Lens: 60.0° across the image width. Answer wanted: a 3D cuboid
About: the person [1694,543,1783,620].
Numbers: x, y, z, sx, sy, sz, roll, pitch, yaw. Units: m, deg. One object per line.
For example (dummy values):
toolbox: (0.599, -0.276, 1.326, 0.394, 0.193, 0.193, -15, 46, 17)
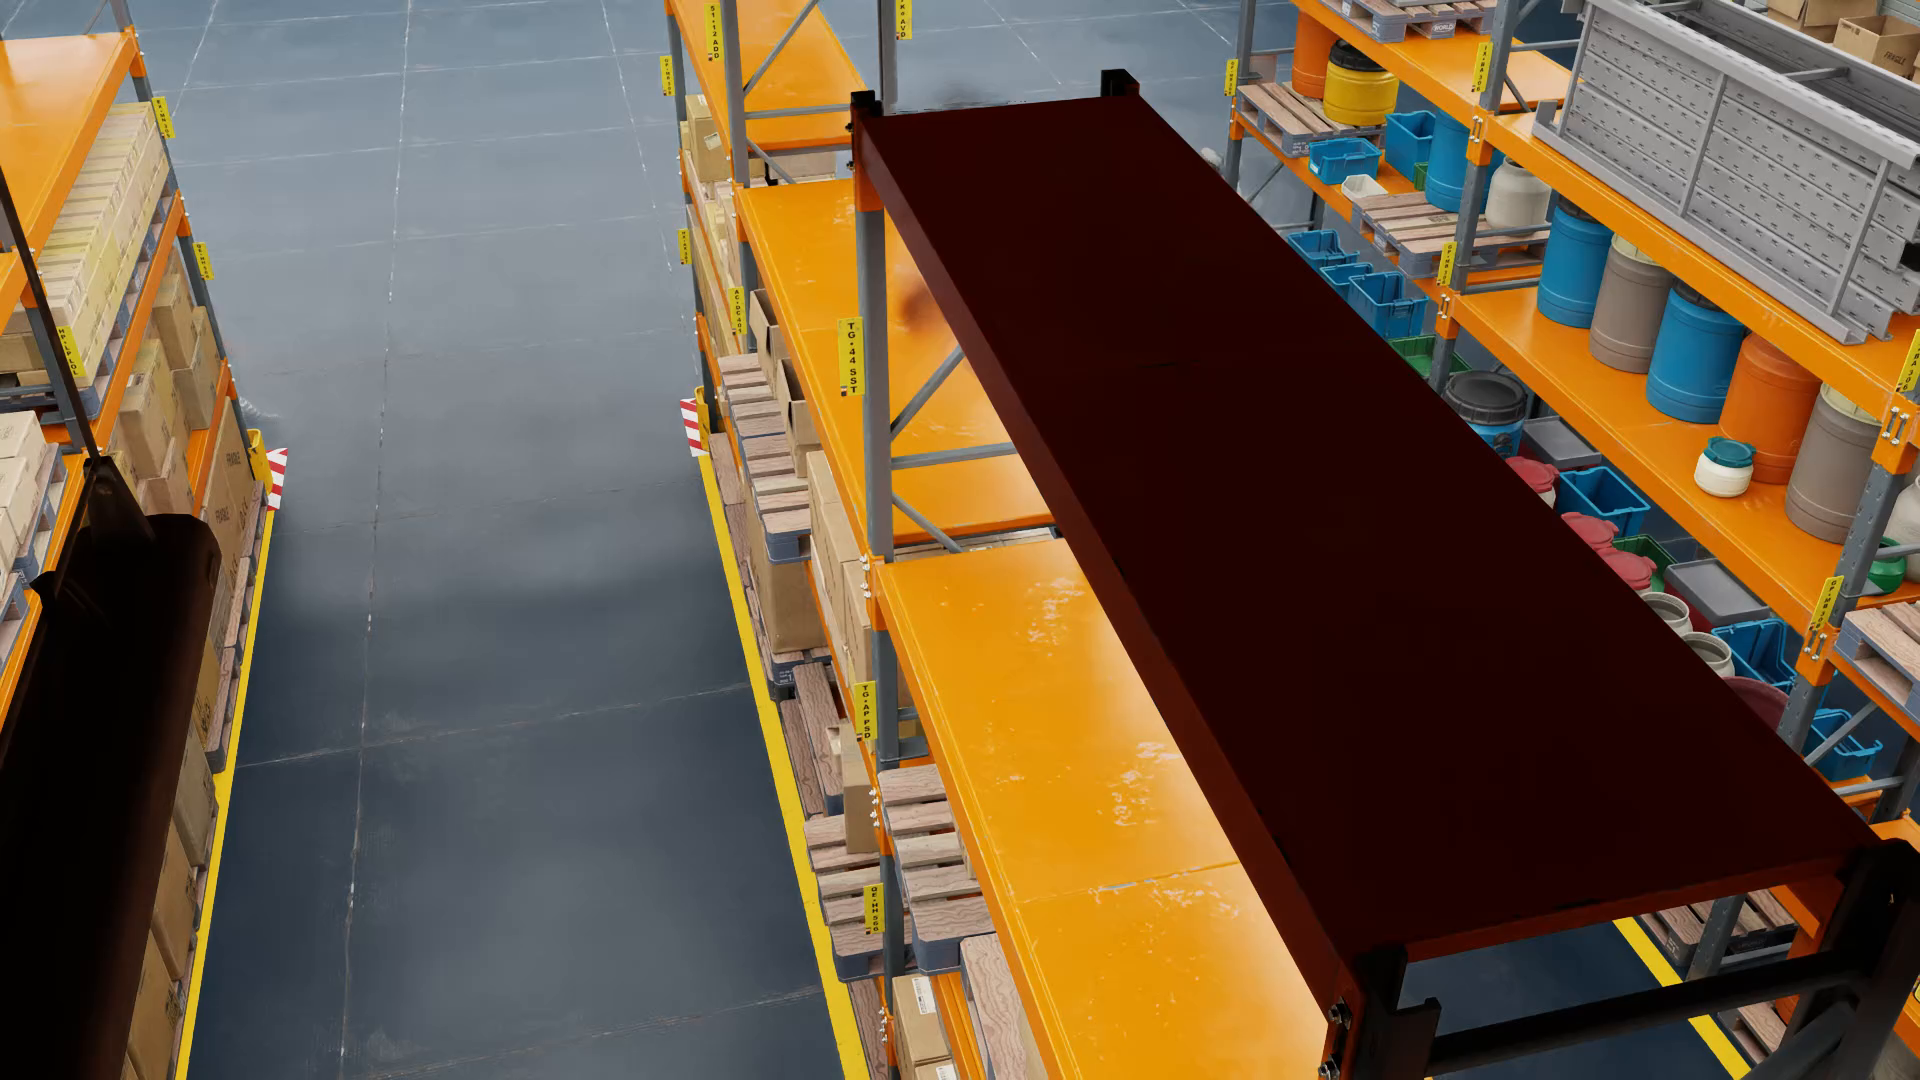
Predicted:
person: (6.037, -0.075, 12.696, 0.714, 1.778, 1.084, -13, 36, -18)
